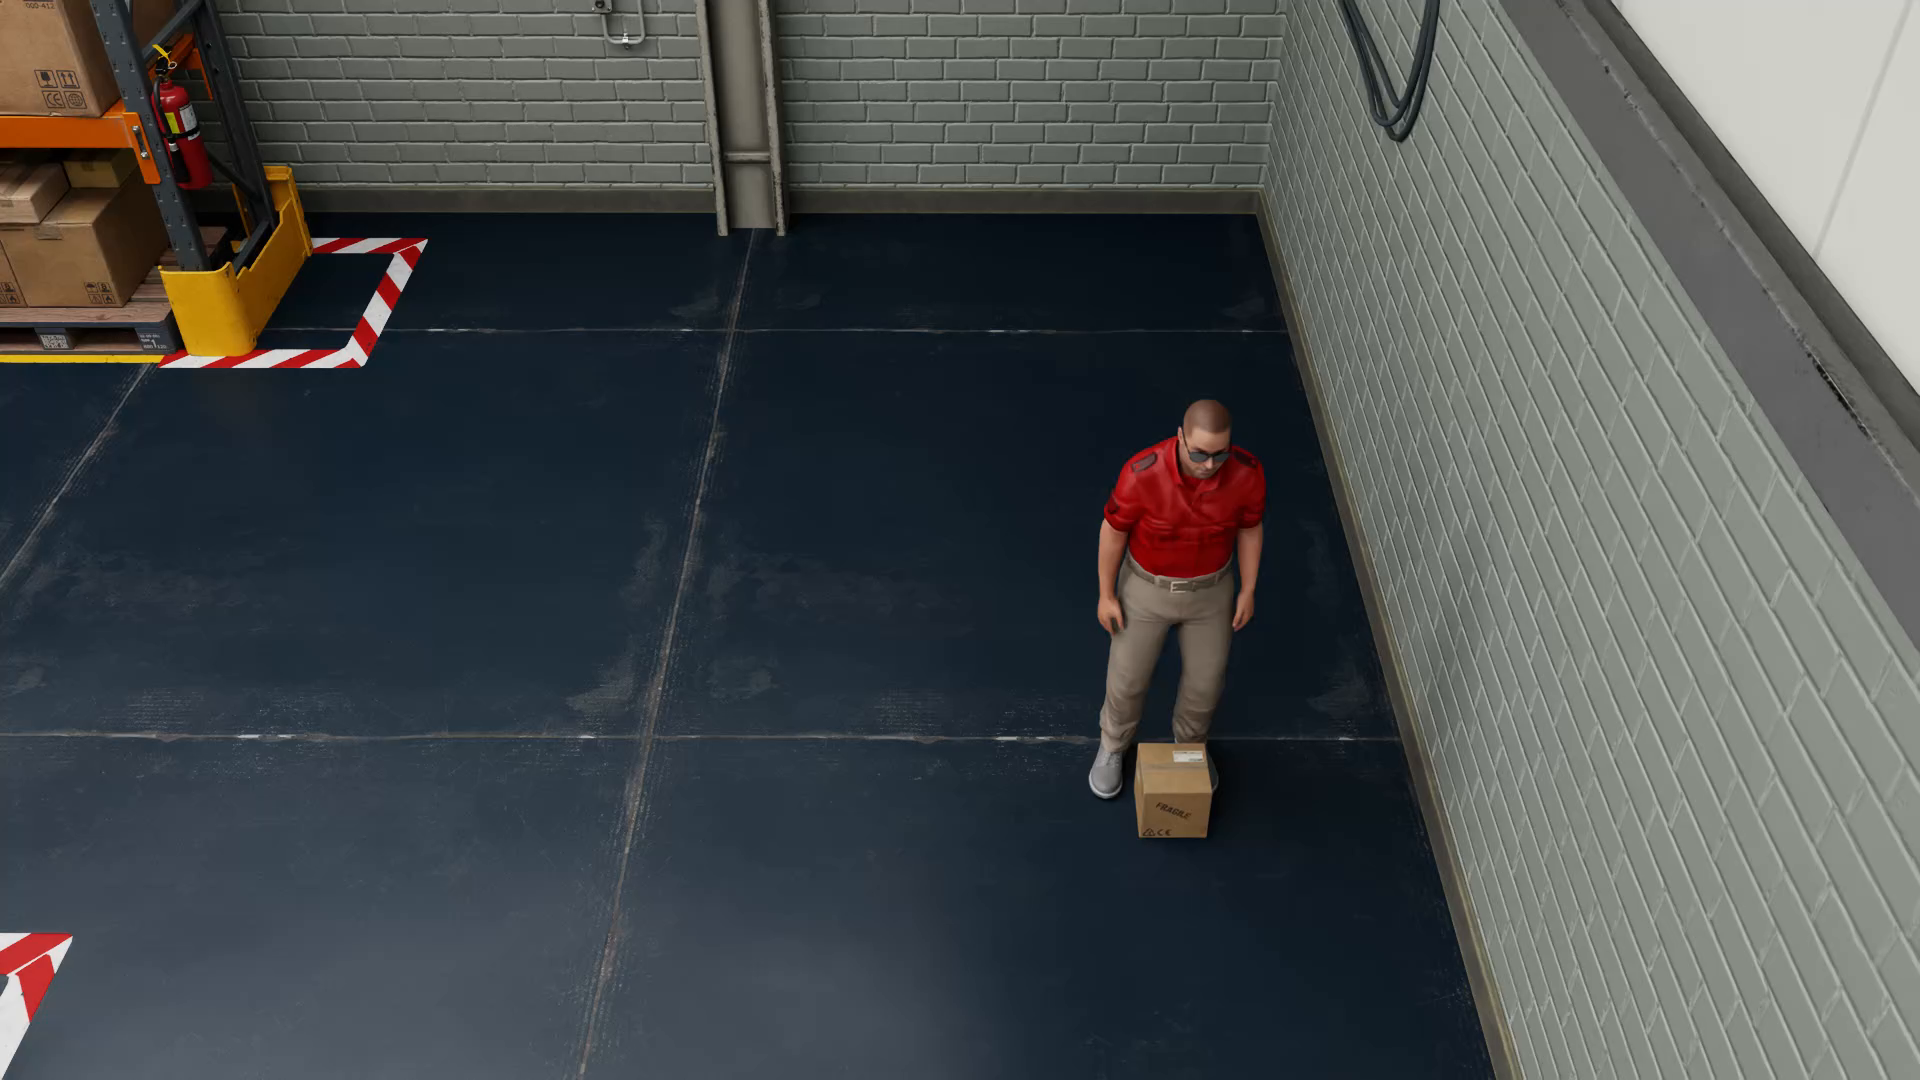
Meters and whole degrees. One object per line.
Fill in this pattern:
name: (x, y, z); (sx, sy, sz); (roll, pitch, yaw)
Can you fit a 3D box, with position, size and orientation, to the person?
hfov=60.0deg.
person: (0.776, 0.197, 5.926); (0.580, 1.725, 0.392); (-1, 39, -2)
